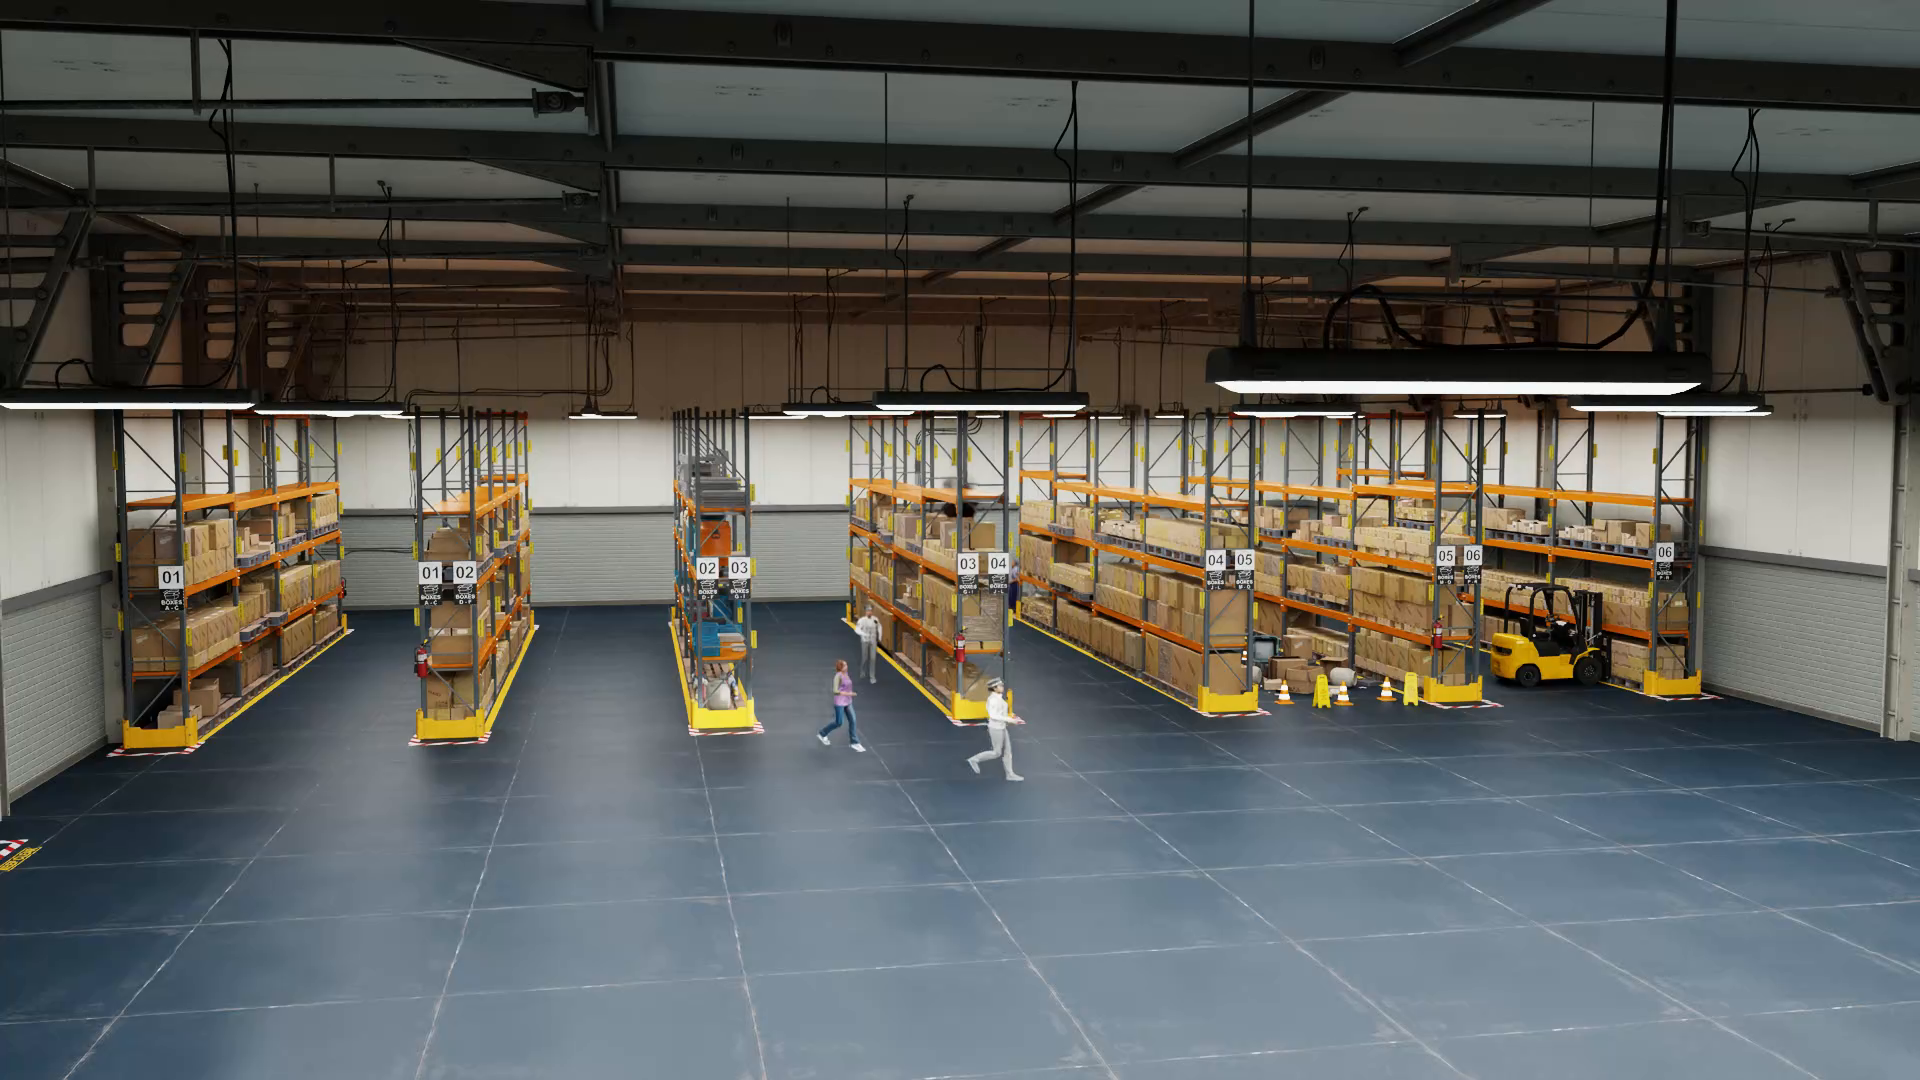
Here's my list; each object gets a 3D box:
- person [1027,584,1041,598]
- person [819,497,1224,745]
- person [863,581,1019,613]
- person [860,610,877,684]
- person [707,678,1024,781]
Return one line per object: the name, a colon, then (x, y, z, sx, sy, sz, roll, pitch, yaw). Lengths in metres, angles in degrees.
person: (2.244, 1.314, 50.025, 0.505, 1.614, 0.690, 1, 4, 13)
person: (1.160, 1.118, 38.982, 4.475, 3.439, 21.700, 2, 4, 25)
person: (-0.195, 1.800, 43.268, 9.915, 1.720, 10.189, -2, 5, -29)
person: (-2.017, 2.288, 36.686, 0.346, 1.683, 0.824, -1, 4, -14)
person: (-1.987, 2.913, 29.360, 6.869, 1.414, 5.627, 1, 4, 9)
